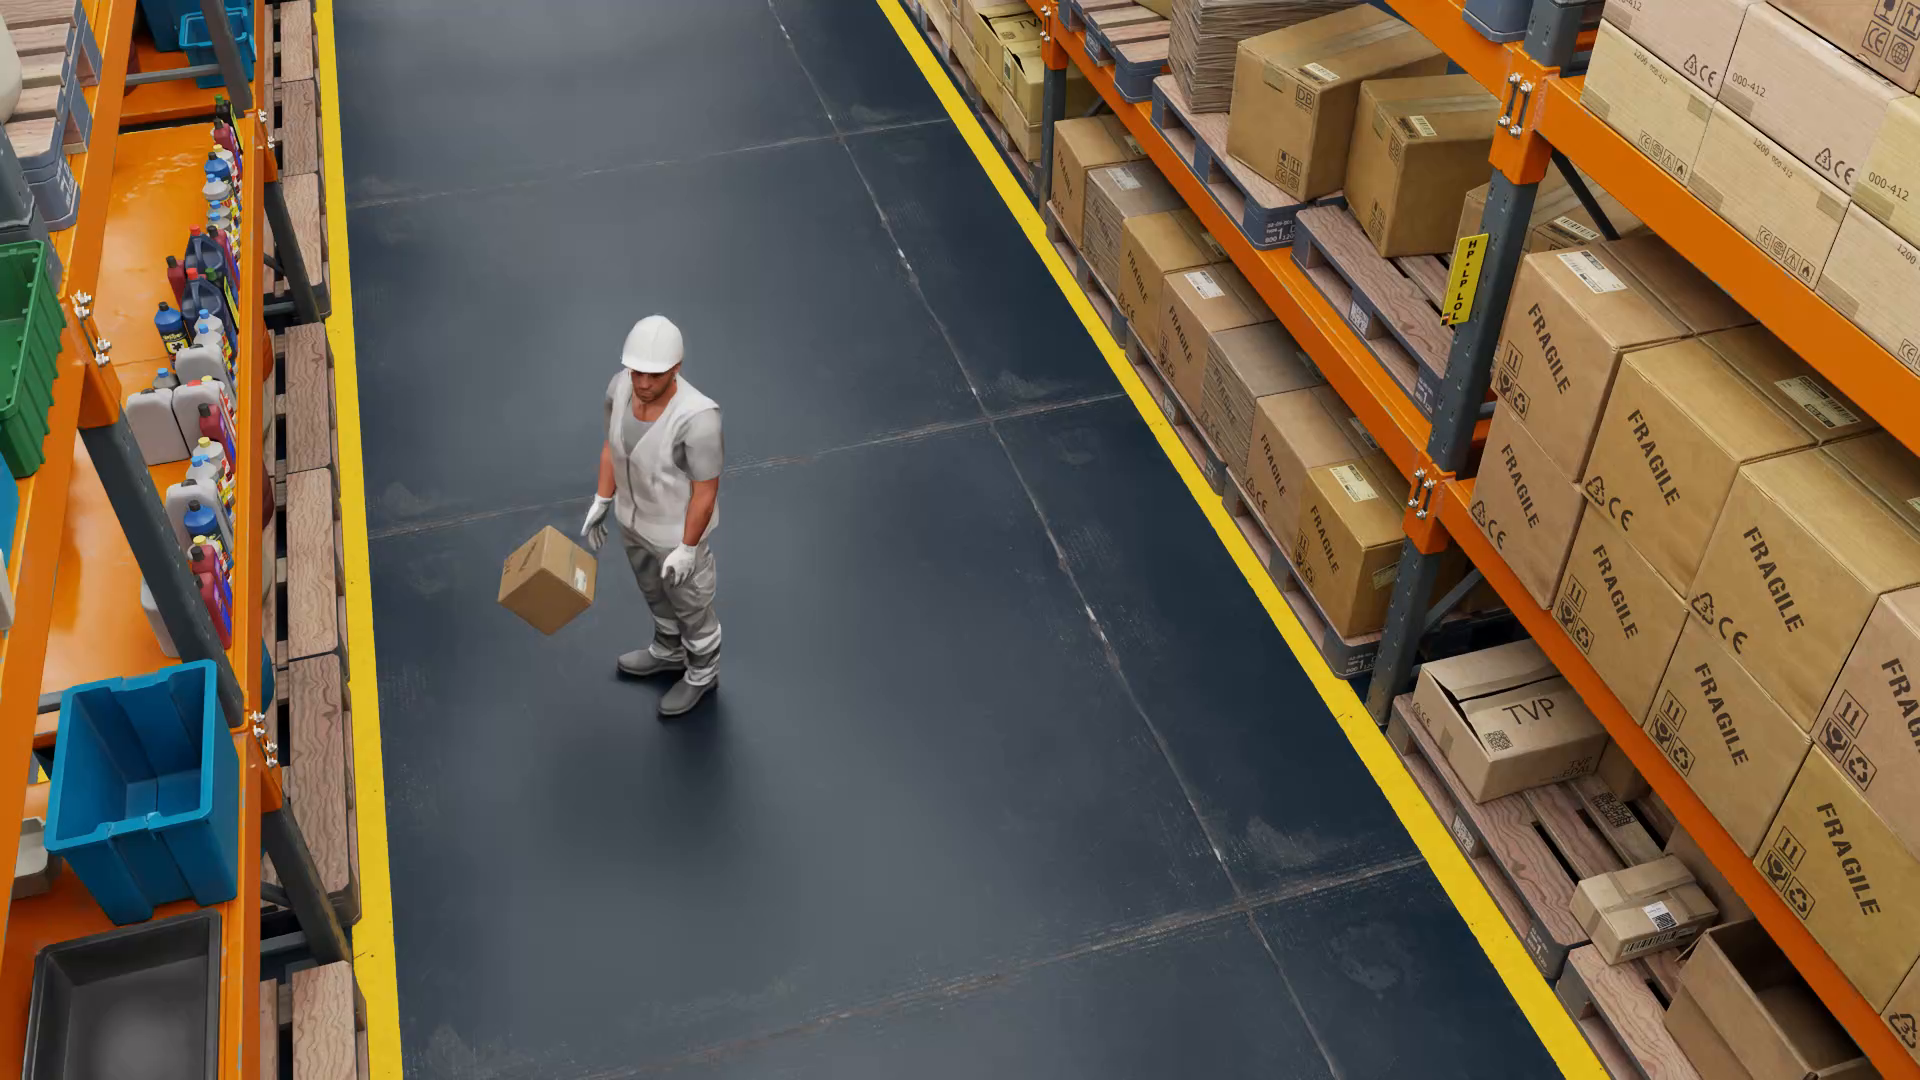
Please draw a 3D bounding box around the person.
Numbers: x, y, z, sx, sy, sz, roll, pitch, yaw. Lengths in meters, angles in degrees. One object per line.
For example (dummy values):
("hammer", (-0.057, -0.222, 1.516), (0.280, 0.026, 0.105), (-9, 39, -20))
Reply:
("person", (-1.134, -0.059, 6.184), (0.600, 1.794, 0.423), (30, 50, 29))
